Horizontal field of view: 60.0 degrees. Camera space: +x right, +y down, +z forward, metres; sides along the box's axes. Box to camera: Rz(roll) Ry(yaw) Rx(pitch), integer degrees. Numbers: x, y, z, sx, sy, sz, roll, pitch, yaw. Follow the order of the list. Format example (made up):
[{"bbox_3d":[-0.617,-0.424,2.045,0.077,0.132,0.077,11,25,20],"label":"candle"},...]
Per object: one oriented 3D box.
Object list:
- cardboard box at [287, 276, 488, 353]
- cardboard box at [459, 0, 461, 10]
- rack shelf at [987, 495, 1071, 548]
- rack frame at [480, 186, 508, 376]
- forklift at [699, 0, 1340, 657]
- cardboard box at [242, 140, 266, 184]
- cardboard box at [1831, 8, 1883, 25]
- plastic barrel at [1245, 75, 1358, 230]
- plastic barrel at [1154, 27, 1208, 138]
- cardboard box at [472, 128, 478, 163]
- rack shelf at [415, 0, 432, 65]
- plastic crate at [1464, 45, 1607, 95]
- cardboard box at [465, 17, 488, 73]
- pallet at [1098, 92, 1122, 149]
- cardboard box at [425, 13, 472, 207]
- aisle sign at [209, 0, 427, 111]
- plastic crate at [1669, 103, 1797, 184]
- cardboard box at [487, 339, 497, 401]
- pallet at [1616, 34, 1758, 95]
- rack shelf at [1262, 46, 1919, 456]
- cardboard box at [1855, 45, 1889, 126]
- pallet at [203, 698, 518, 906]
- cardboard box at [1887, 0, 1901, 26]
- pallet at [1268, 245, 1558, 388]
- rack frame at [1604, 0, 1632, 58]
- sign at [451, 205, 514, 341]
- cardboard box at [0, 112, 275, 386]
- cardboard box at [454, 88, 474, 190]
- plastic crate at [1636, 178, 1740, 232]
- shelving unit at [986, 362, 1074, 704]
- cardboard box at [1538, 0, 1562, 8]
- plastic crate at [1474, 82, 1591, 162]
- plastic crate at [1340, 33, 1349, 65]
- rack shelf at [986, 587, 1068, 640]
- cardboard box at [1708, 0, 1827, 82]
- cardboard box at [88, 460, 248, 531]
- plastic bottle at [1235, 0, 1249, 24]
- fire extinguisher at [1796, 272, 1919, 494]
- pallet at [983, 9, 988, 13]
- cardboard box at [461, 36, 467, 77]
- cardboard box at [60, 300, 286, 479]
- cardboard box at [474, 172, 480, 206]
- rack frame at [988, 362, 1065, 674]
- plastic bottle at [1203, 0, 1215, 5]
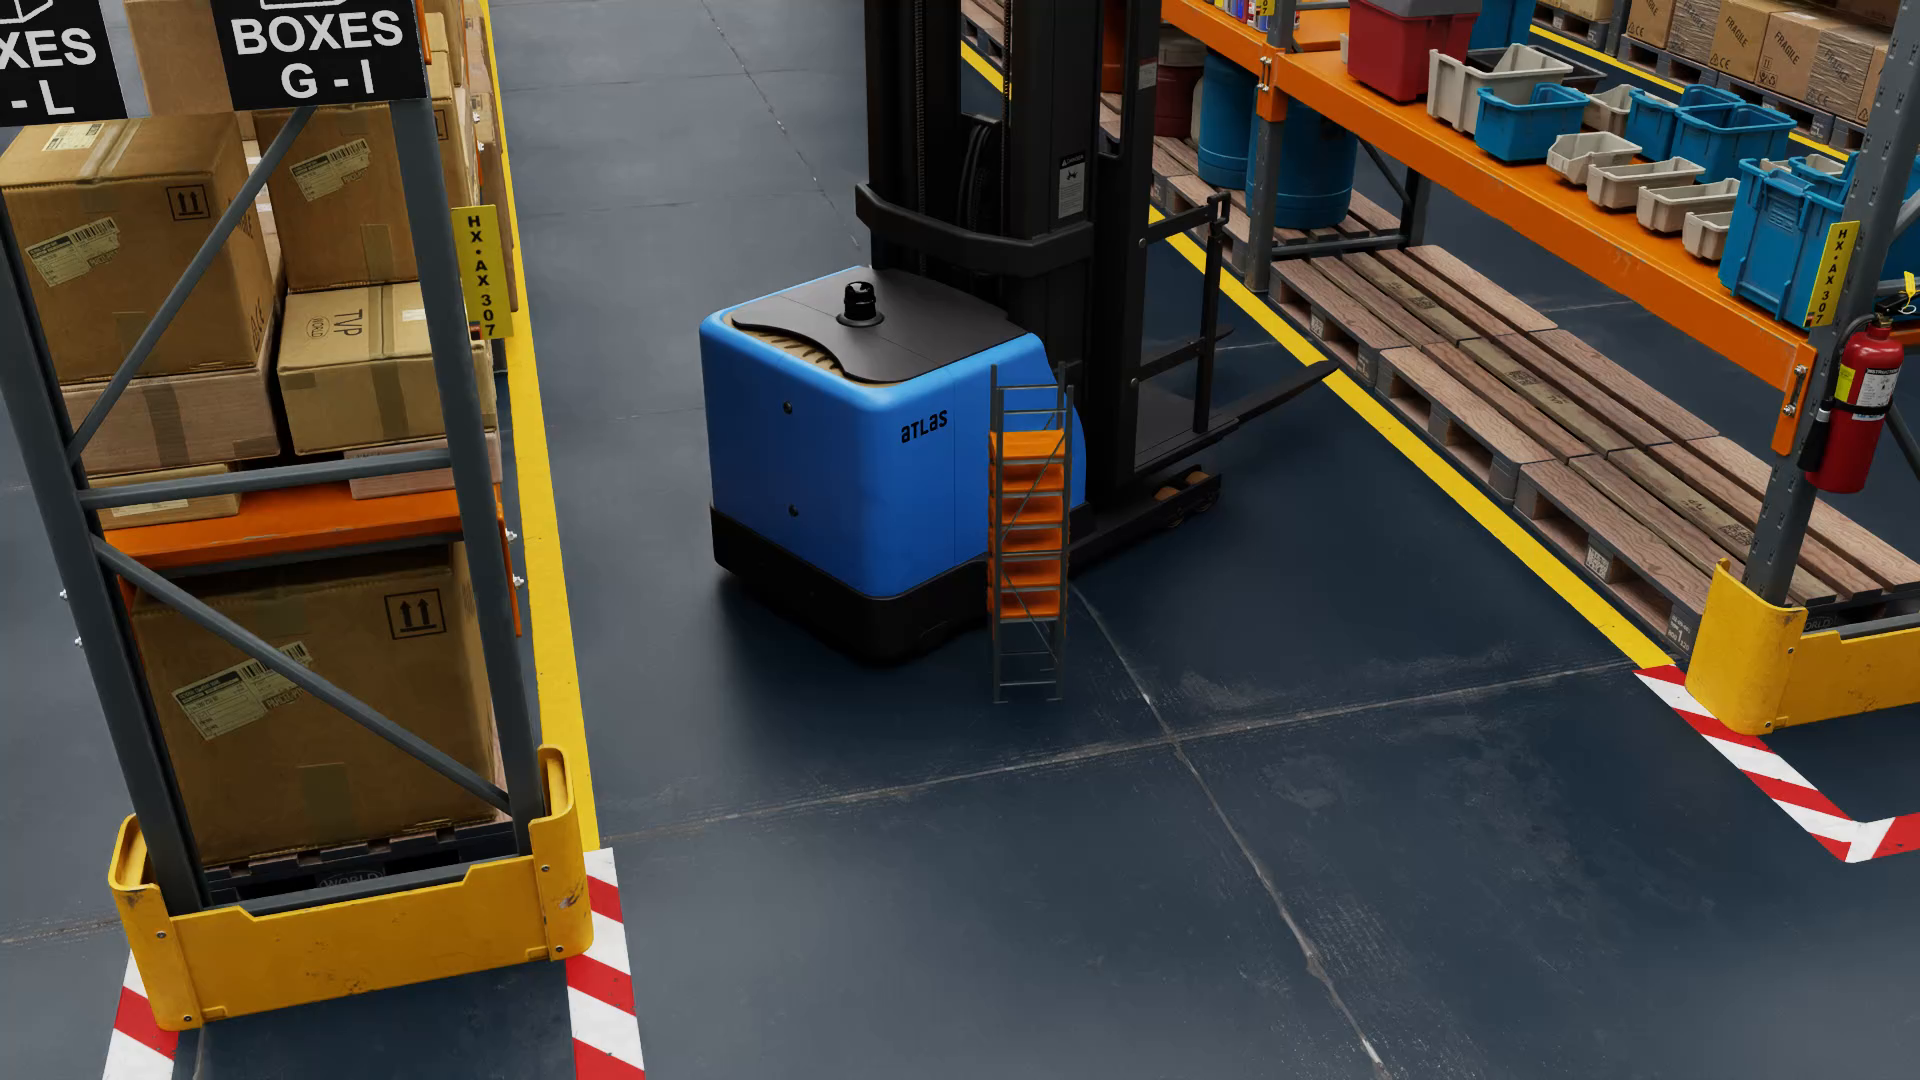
[{"bbox_3d":[-1.663,-0.724,4.859,0.500,0.250,0.500,-8,31,-14],"label":"cardboard box"},{"bbox_3d":[-3.003,-3.106,9.022,0.500,0.500,0.500,-7,31,-12],"label":"cardboard box"},{"bbox_3d":[0.227,-0.067,5.518,0.258,0.103,0.180,-3,30,-5],"label":"rack shelf"},{"bbox_3d":[-2.713,-2.074,7.338,1.000,3.000,0.127,-8,31,-13],"label":"rack frame"},{"bbox_3d":[0.448,-1.486,6.391,3.031,2.935,1.130,-26,39,-37],"label":"forklift"},{"bbox_3d":[-2.447,-1.146,5.589,0.500,0.250,0.500,-8,31,-13],"label":"cardboard box"},{"bbox_3d":[6.534,-3.506,11.870,0.500,0.500,0.500,-9,31,-15],"label":"cardboard box"},{"bbox_3d":[1.934,-2.271,9.355,0.600,0.901,0.708,-8,31,-13],"label":"plastic barrel"},{"bbox_3d":[1.447,-3.023,10.966,0.600,0.588,0.708,-8,31,-13],"label":"plastic barrel"},{"bbox_3d":[-2.180,-1.613,6.793,0.380,0.149,0.250,-8,31,-14],"label":"cardboard box"},{"bbox_3d":[-2.182,-2.095,5.098,1.077,0.370,4.000,-8,31,-13],"label":"rack shelf"},{"bbox_3d":[2.618,-2.134,7.658,0.437,0.125,0.590,-8,31,-13],"label":"plastic crate"},{"bbox_3d":[-3.382,-2.500,9.777,1.225,0.875,0.875,-8,31,-13],"label":"cardboard box"},{"bbox_3d":[1.250,-3.082,11.864,1.003,0.211,1.213,-8,31,-13],"label":"pallet"},{"bbox_3d":[-1.794,-1.289,5.087,0.500,0.500,0.500,-9,31,-15],"label":"cardboard box"},{"bbox_3d":[-1.343,-1.272,3.358,0.394,0.787,0.004,-8,31,-13],"label":"aisle sign"},{"bbox_3d":[3.026,-1.553,6.546,0.416,0.233,0.300,-8,31,-13],"label":"plastic crate"},{"bbox_3d":[-1.565,-0.496,4.863,0.380,0.149,0.250,-9,31,-14],"label":"cardboard box"},{"bbox_3d":[5.939,-3.749,13.016,1.003,0.211,1.213,-8,31,-13],"label":"pallet"},{"bbox_3d":[2.593,-1.455,6.988,1.077,0.370,4.000,-8,31,-13],"label":"rack shelf"},{"bbox_3d":[6.309,-2.938,10.887,0.500,0.500,0.500,-8,31,-13],"label":"cardboard box"},{"bbox_3d":[-1.939,0.689,5.348,1.003,0.211,1.213,-8,31,-13],"label":"pallet"},{"bbox_3d":[6.680,-3.571,11.233,0.500,0.250,0.500,-8,31,-13],"label":"cardboard box"},{"bbox_3d":[2.295,-1.175,8.570,1.003,0.211,1.213,-8,31,-13],"label":"pallet"},{"bbox_3d":[5.777,-5.321,12.949,1.000,3.000,0.127,-8,31,-13],"label":"rack frame"},{"bbox_3d":[-1.115,-0.622,3.886,0.100,0.325,0.005,-8,31,-13],"label":"sign"},{"bbox_3d":[-2.034,-0.731,4.122,0.500,0.500,0.500,-7,31,-13],"label":"cardboard box"},{"bbox_3d":[-2.067,-1.463,6.136,0.500,0.250,0.500,-7,31,-12],"label":"cardboard box"},{"bbox_3d":[2.670,-1.224,6.074,0.396,0.136,0.243,-8,31,-13],"label":"plastic crate"},{"bbox_3d":[0.227,-0.002,5.556,0.258,1.200,0.189,-3,30,-5],"label":"shelving unit"},{"bbox_3d":[5.262,-4.783,14.345,0.500,0.250,0.500,-8,31,-14],"label":"cardboard box"},{"bbox_3d":[2.332,-1.712,6.820,0.416,0.233,0.300,-8,31,-13],"label":"plastic crate"},{"bbox_3d":[2.048,-2.400,8.106,0.396,0.136,0.243,-8,31,-13],"label":"plastic crate"},{"bbox_3d":[0.227,0.244,5.698,0.258,0.103,0.180,-3,30,-5],"label":"rack shelf"},{"bbox_3d":[5.895,-3.677,12.164,0.500,0.500,0.500,-8,31,-14],"label":"cardboard box"},{"bbox_3d":[-2.063,-0.161,4.285,0.380,0.149,0.250,-7,31,-12],"label":"cardboard box"},{"bbox_3d":[1.541,-2.935,8.943,0.061,0.283,0.133,-8,31,-13],"label":"plastic bottle"},{"bbox_3d":[2.726,-0.472,5.021,0.296,0.674,0.183,-8,31,-13],"label":"fire extinguisher"},{"bbox_3d":[0.185,-5.015,15.204,1.003,0.211,1.213,-8,31,-13],"label":"pallet"},{"bbox_3d":[-2.594,-2.372,7.755,0.500,0.500,0.500,-8,31,-13],"label":"cardboard box"},{"bbox_3d":[-2.036,-0.404,4.307,0.500,0.250,0.500,-8,31,-14],"label":"cardboard box"},{"bbox_3d":[-1.975,-1.241,6.150,0.380,0.149,0.250,-8,31,-14],"label":"cardboard box"},{"bbox_3d":[0.218,-0.048,5.634,0.240,1.200,0.006,-3,30,-5],"label":"rack frame"},{"bbox_3d":[1.454,-3.201,9.335,0.144,0.351,0.185,-8,31,-13],"label":"plastic bottle"}]
